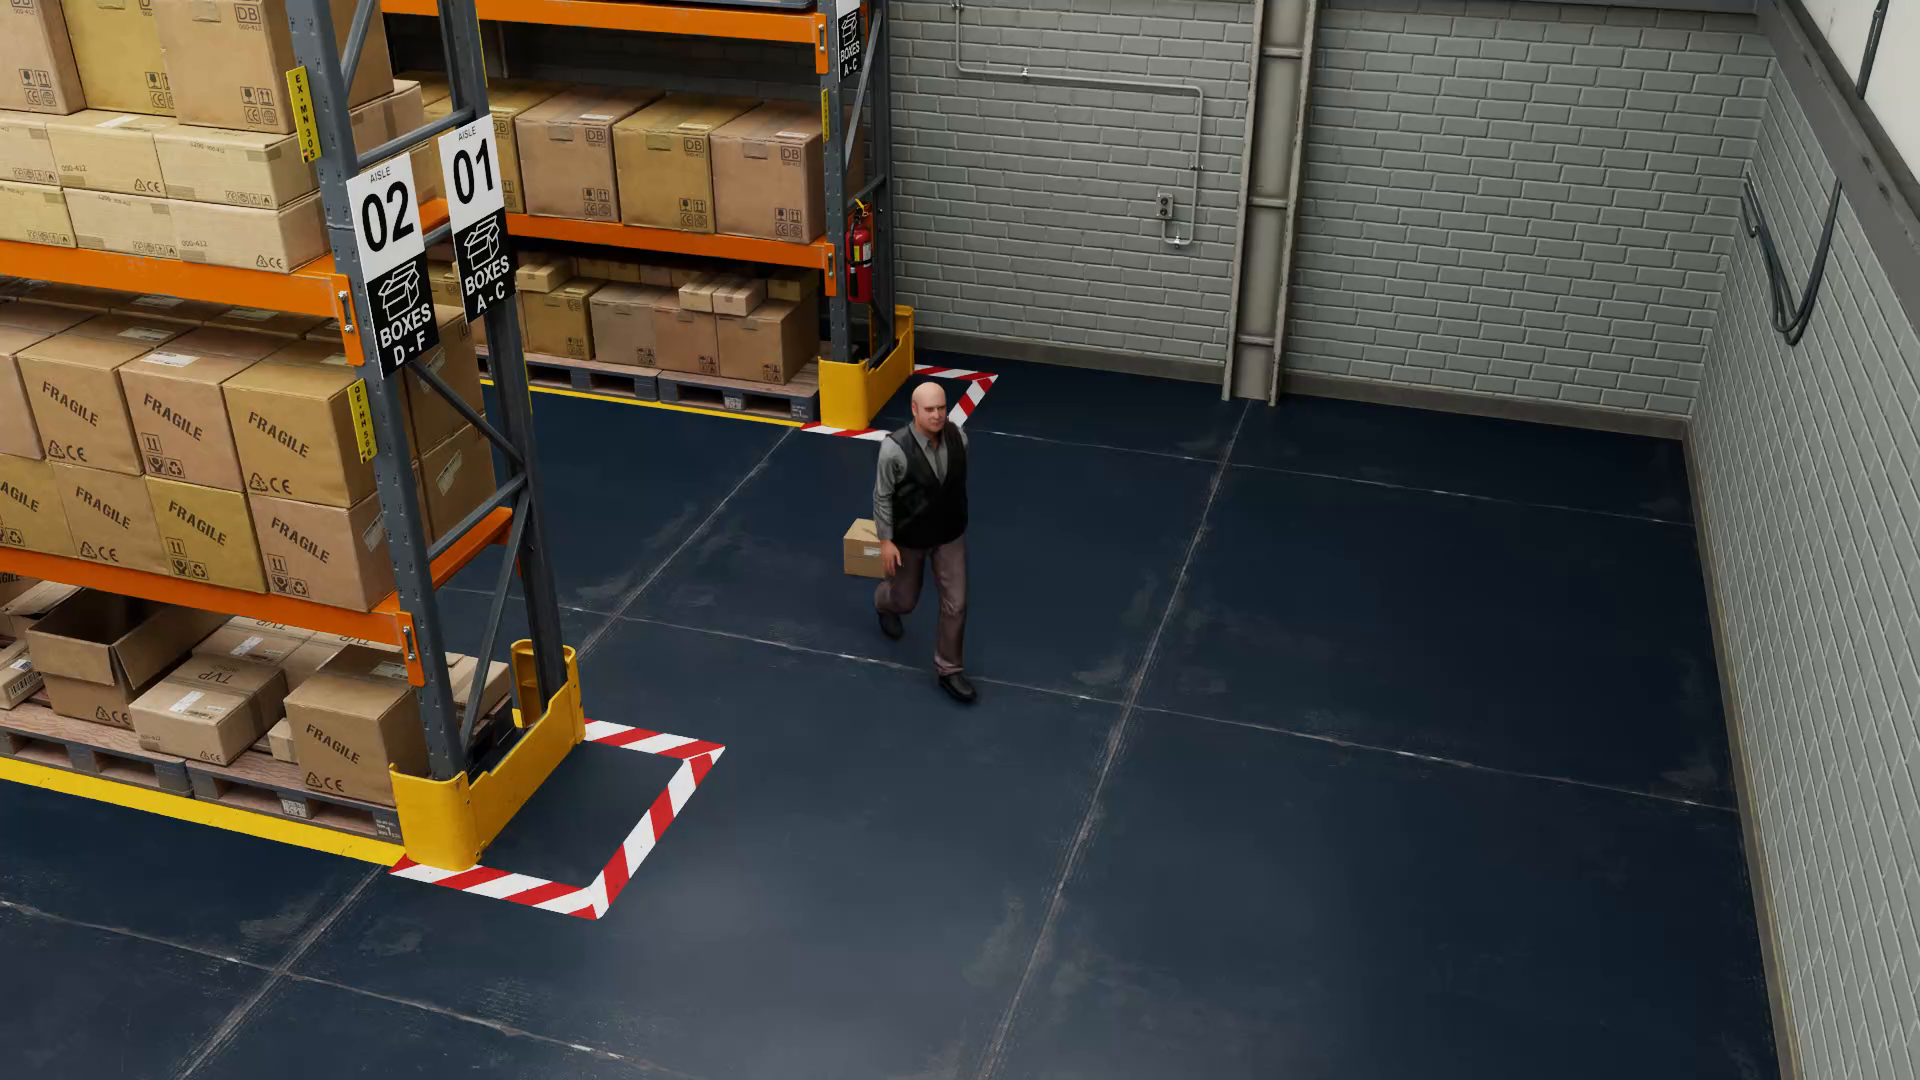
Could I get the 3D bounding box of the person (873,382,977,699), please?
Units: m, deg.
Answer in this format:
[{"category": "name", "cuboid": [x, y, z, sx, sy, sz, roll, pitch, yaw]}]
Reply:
[{"category": "person", "cuboid": [-0.213, -0.053, 8.628, 0.552, 1.692, 0.921, -13, 32, -22]}]
